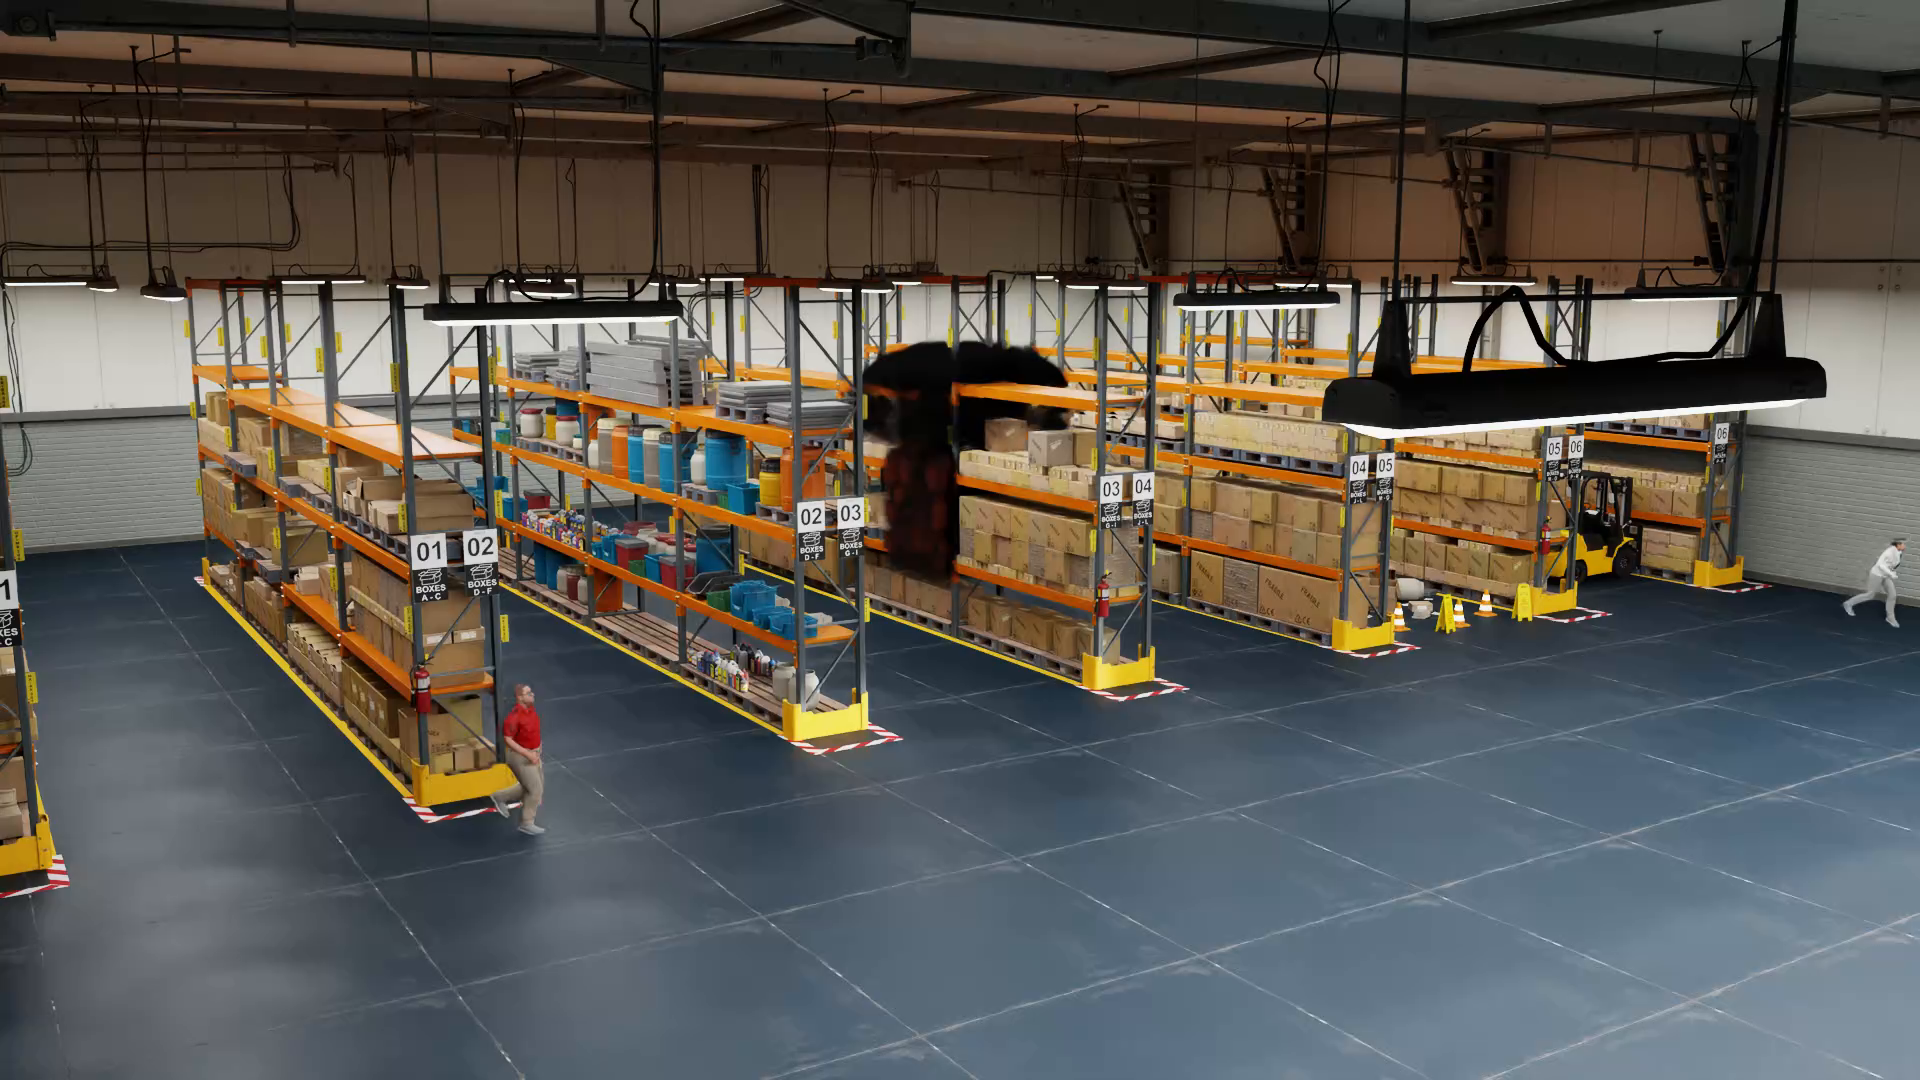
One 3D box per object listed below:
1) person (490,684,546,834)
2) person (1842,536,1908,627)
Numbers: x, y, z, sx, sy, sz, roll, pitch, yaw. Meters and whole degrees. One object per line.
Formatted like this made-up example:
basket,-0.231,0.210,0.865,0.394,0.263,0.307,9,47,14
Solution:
person,-4.932,2.433,18.537,0.653,1.719,0.660,1,10,5
person,16.118,0.685,29.281,0.977,1.624,0.654,9,13,43
